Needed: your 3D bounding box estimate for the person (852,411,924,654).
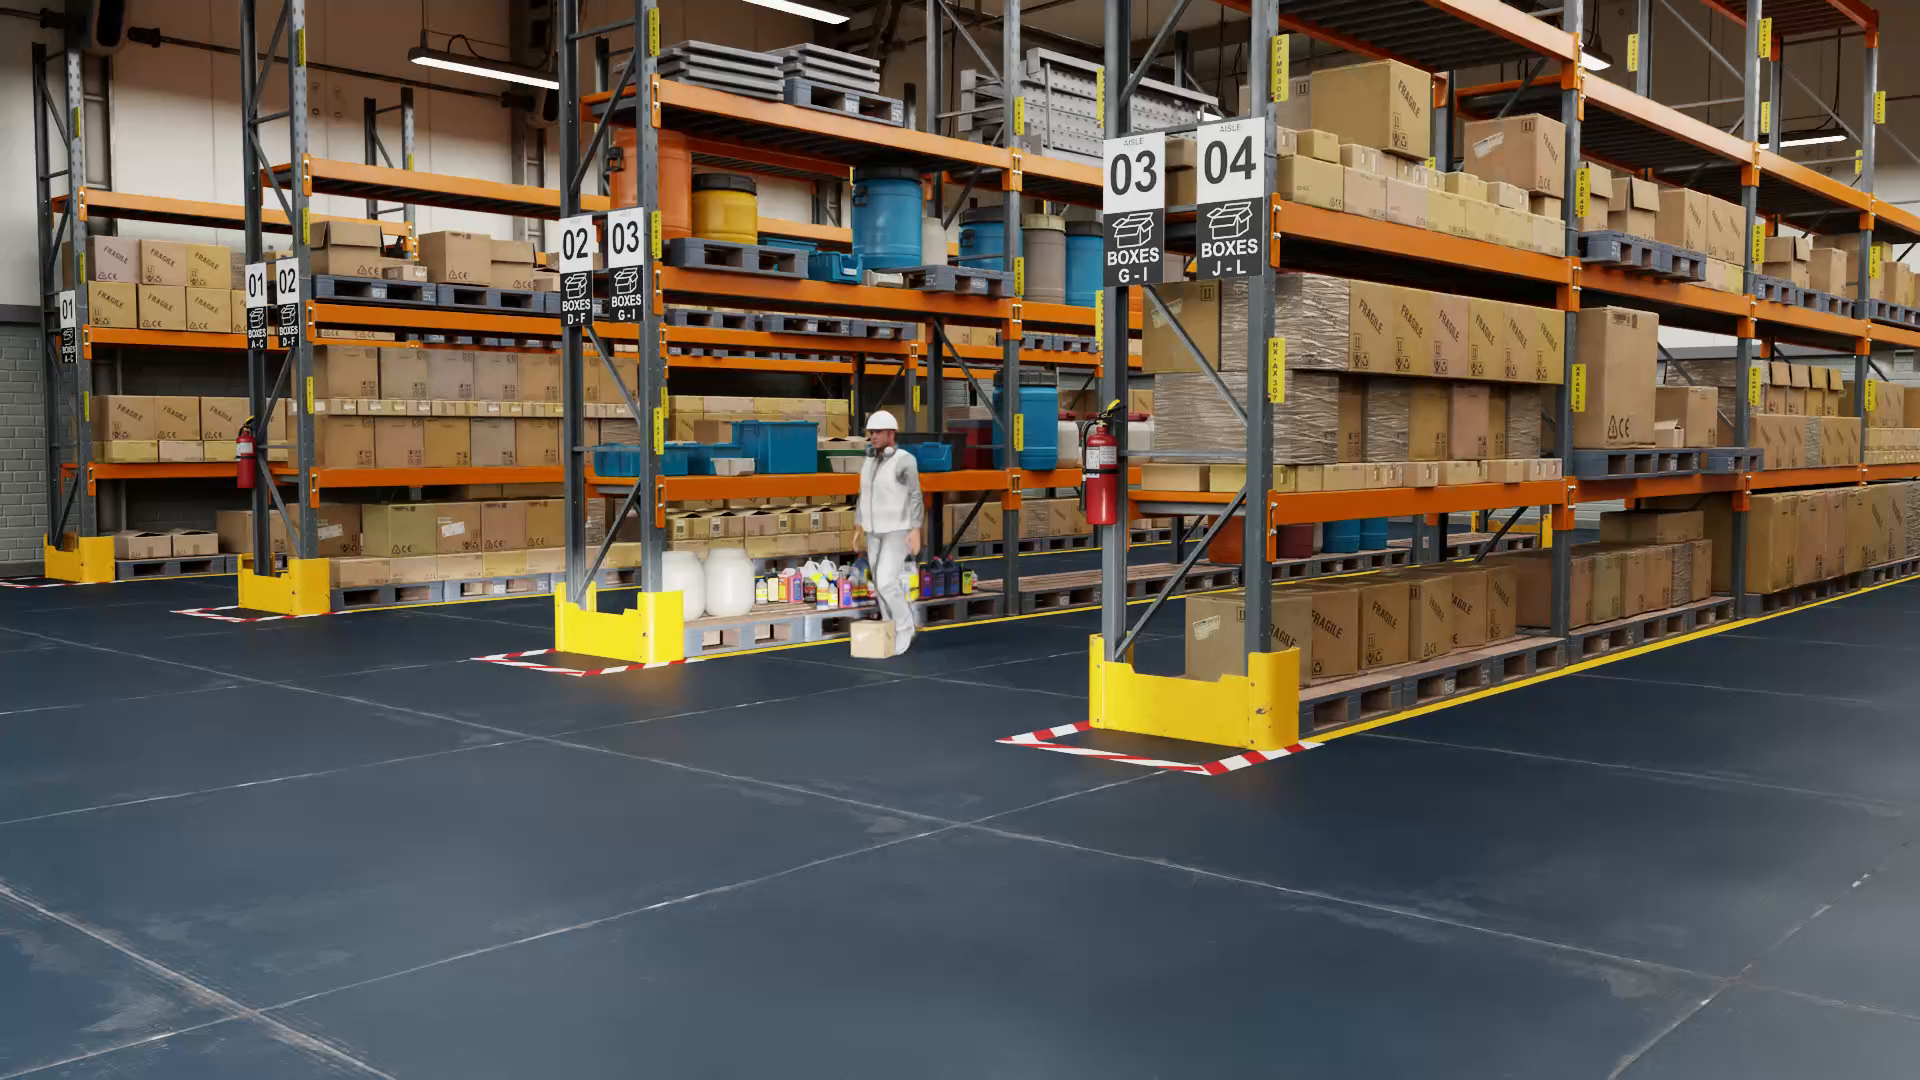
[{"bbox_3d":[-0.537,-0.048,12.305,0.557,1.811,0.460,3,5,42],"label":"person"}]
